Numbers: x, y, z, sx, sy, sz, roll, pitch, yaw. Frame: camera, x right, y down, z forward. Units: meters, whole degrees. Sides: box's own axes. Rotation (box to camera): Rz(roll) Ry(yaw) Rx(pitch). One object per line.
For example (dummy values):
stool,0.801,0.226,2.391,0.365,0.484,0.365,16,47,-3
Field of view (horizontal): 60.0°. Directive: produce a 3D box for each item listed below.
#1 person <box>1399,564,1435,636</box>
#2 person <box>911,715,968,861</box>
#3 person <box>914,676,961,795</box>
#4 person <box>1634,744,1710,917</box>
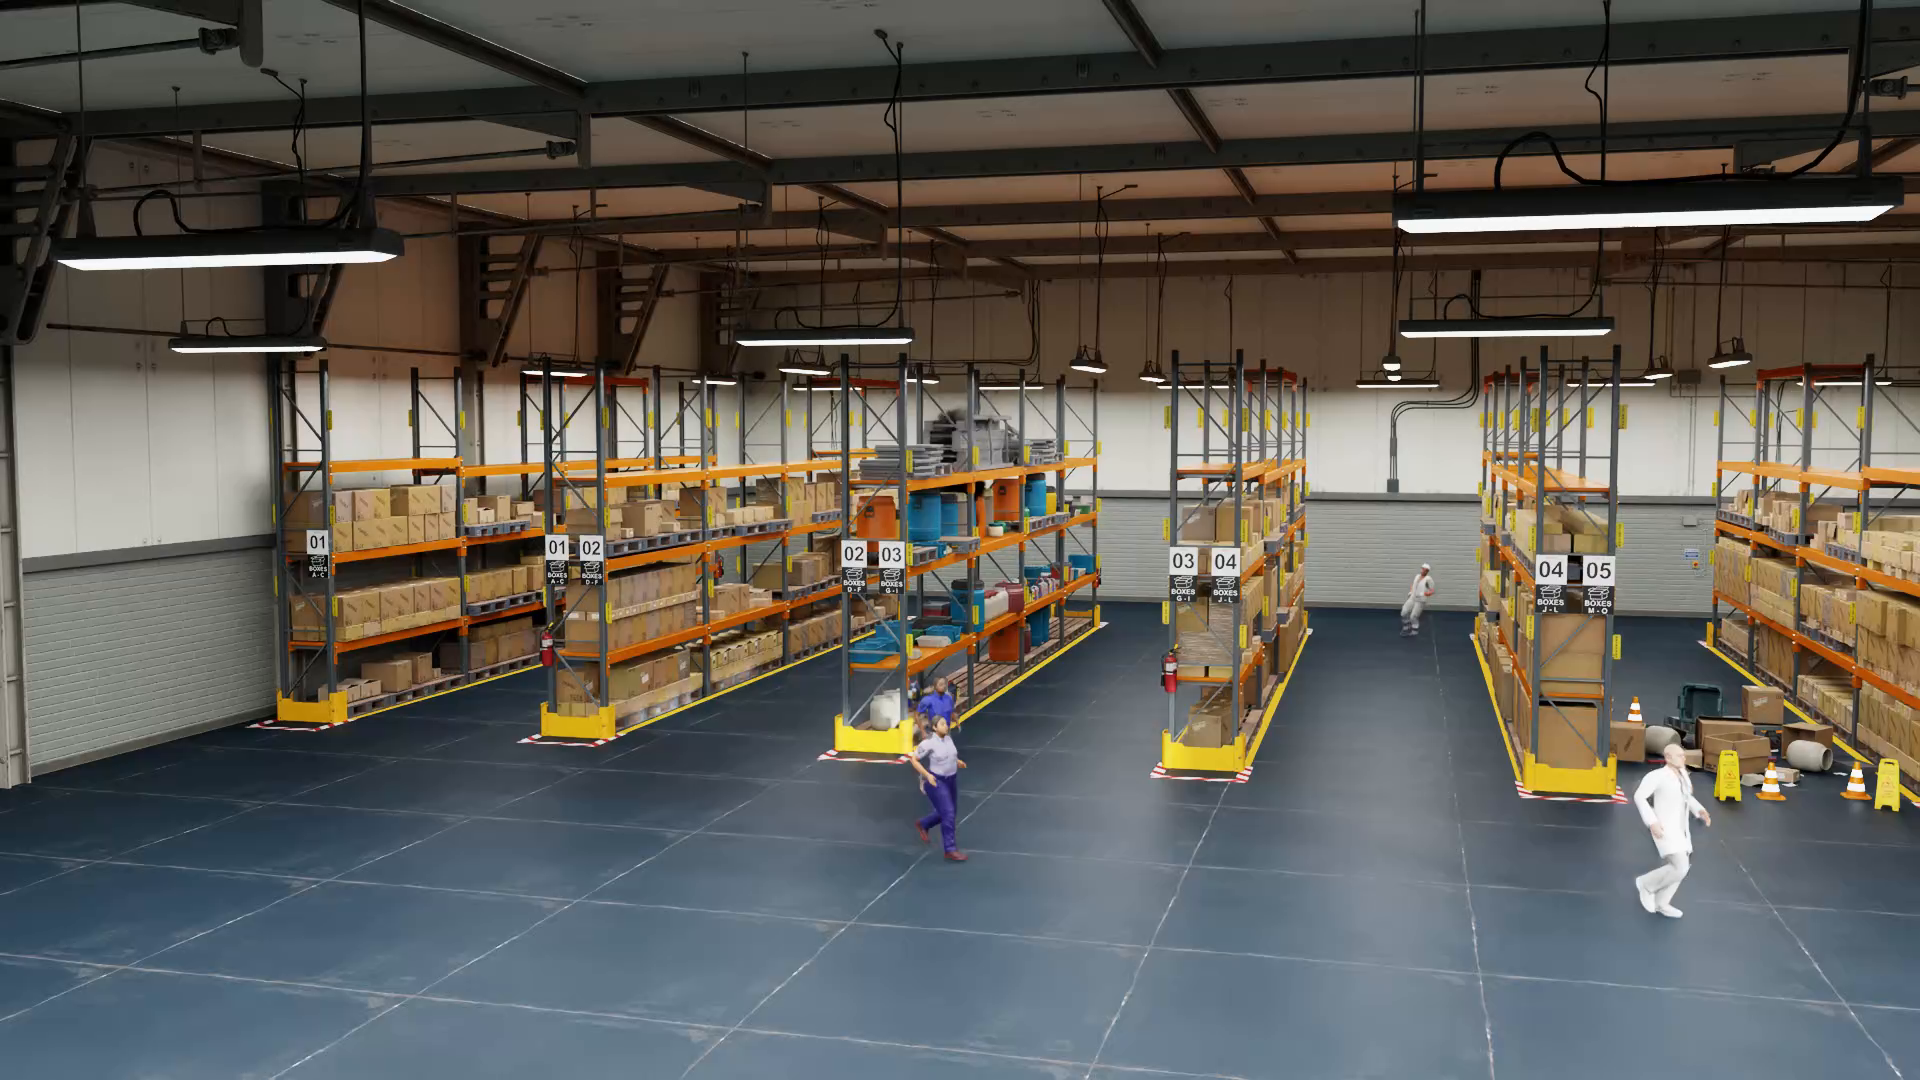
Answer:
person,10.476,1.391,38.215,0.557,1.709,0.768,-3,5,-34
person,-0.241,2.819,19.110,0.862,1.610,0.619,3,5,38
person,-0.255,2.612,22.036,0.577,1.623,0.543,-3,5,-40
person,7.189,2.927,16.761,0.723,1.746,0.629,-3,5,-37
